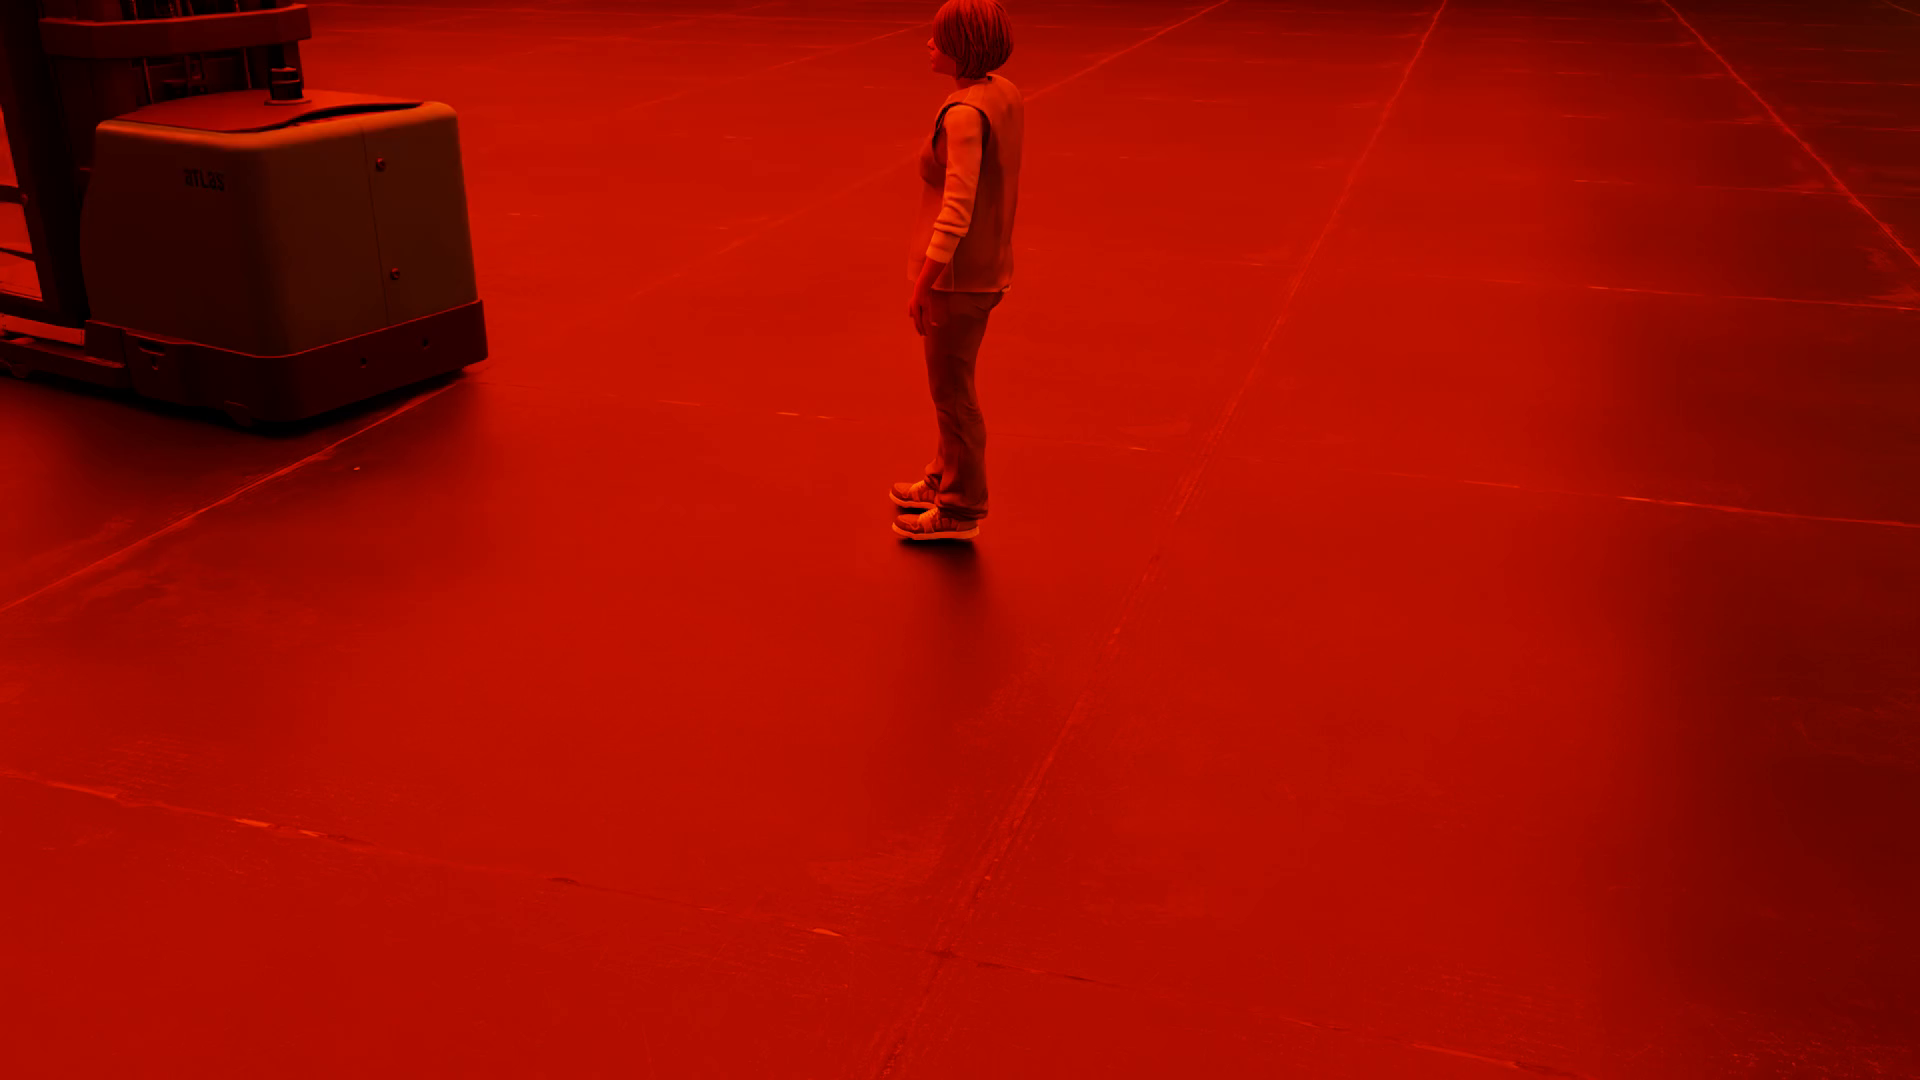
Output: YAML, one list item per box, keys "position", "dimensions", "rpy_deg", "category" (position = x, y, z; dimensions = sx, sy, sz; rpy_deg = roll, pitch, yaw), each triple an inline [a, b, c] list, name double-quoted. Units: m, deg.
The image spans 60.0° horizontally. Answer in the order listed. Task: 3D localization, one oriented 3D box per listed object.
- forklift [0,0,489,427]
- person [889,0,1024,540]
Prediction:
- position: [-3.437, -2.163, 6.518]
  dimensions: [3.031, 2.935, 1.130]
  rpy_deg: [13, 26, 28]
  category: "forklift"
- position: [-0.067, -0.759, 4.846]
  dimensions: [0.473, 1.599, 0.520]
  rpy_deg: [7, 23, 16]
  category: "person"
